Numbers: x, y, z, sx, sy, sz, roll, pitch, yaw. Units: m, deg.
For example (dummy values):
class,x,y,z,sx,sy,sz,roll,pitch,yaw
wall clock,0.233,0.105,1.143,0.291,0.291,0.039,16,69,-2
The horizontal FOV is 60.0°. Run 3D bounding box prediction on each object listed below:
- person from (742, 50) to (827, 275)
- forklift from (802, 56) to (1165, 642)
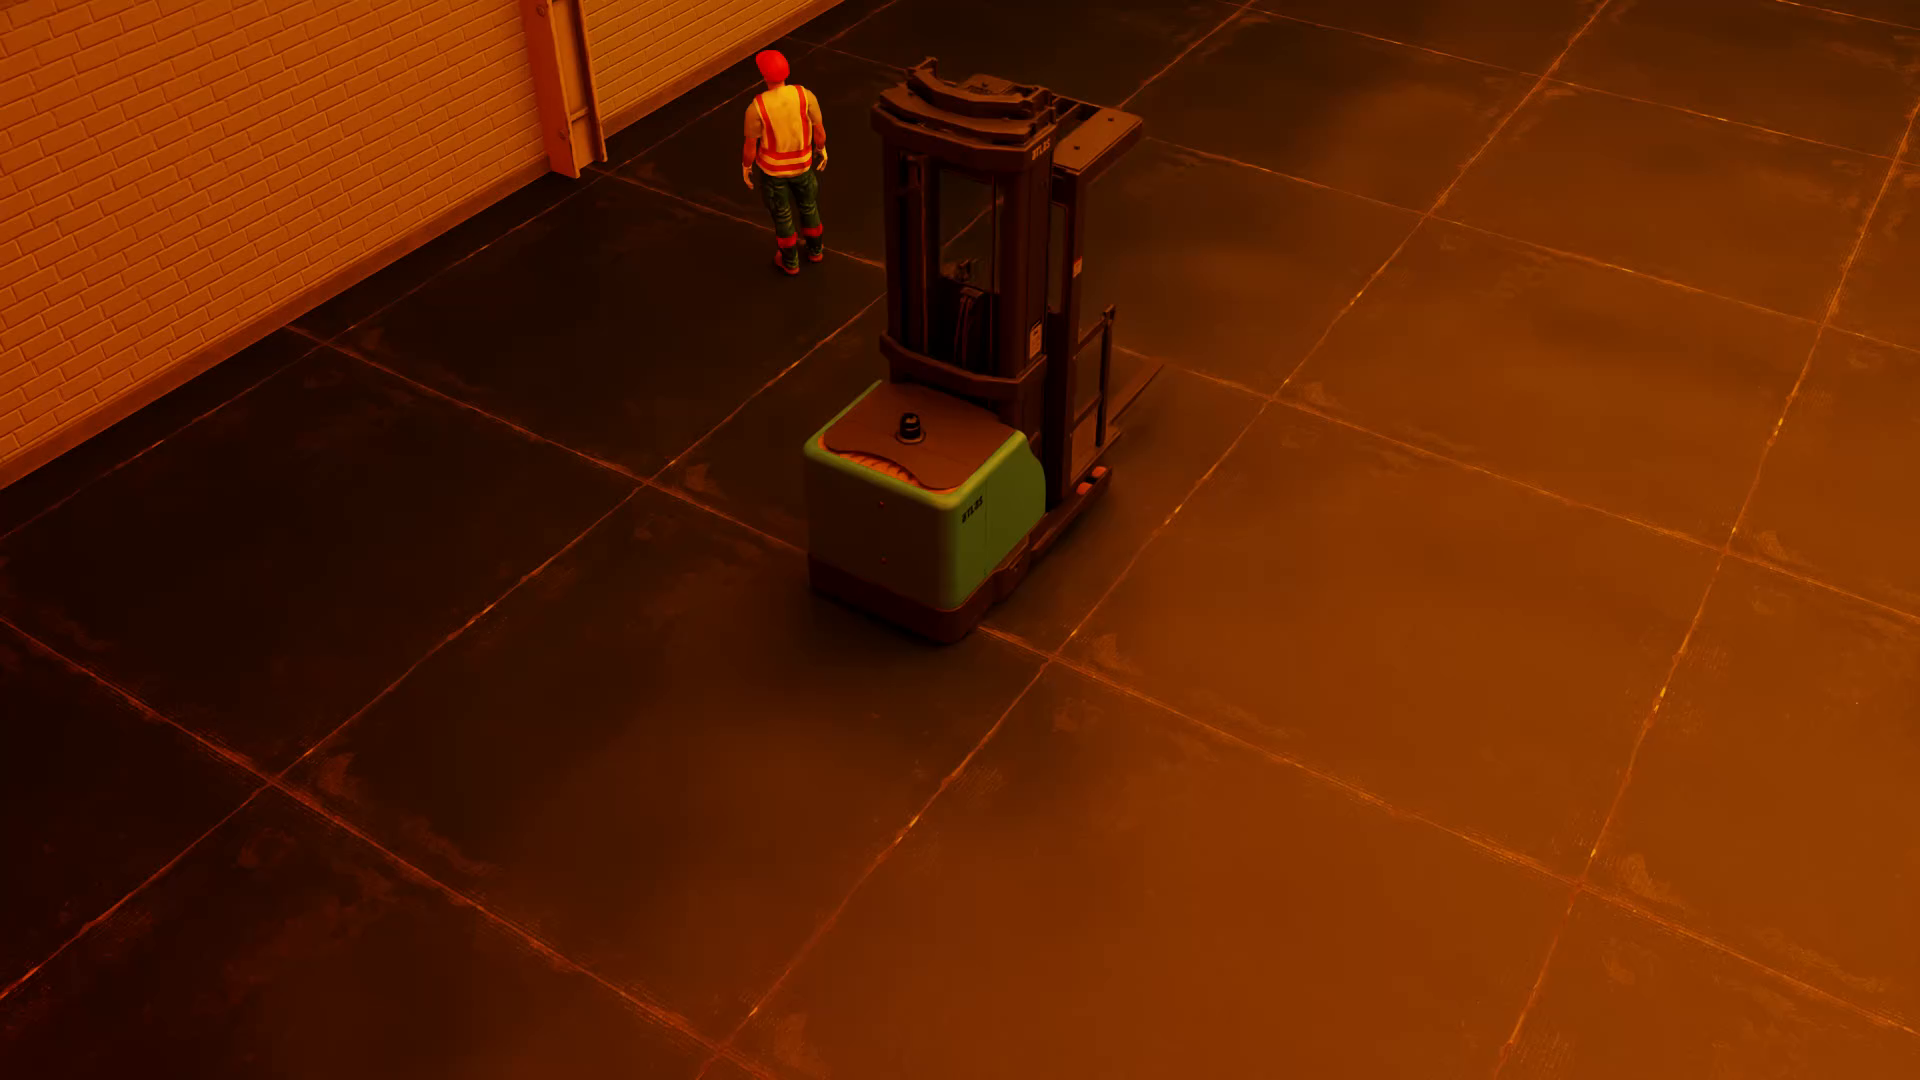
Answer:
class,x,y,z,sx,sy,sz,roll,pitch,yaw
person,-1.288,-2.769,12.108,0.638,1.787,0.564,-13,42,-15
forklift,0.314,-1.465,9.696,1.130,2.935,3.031,22,45,24
